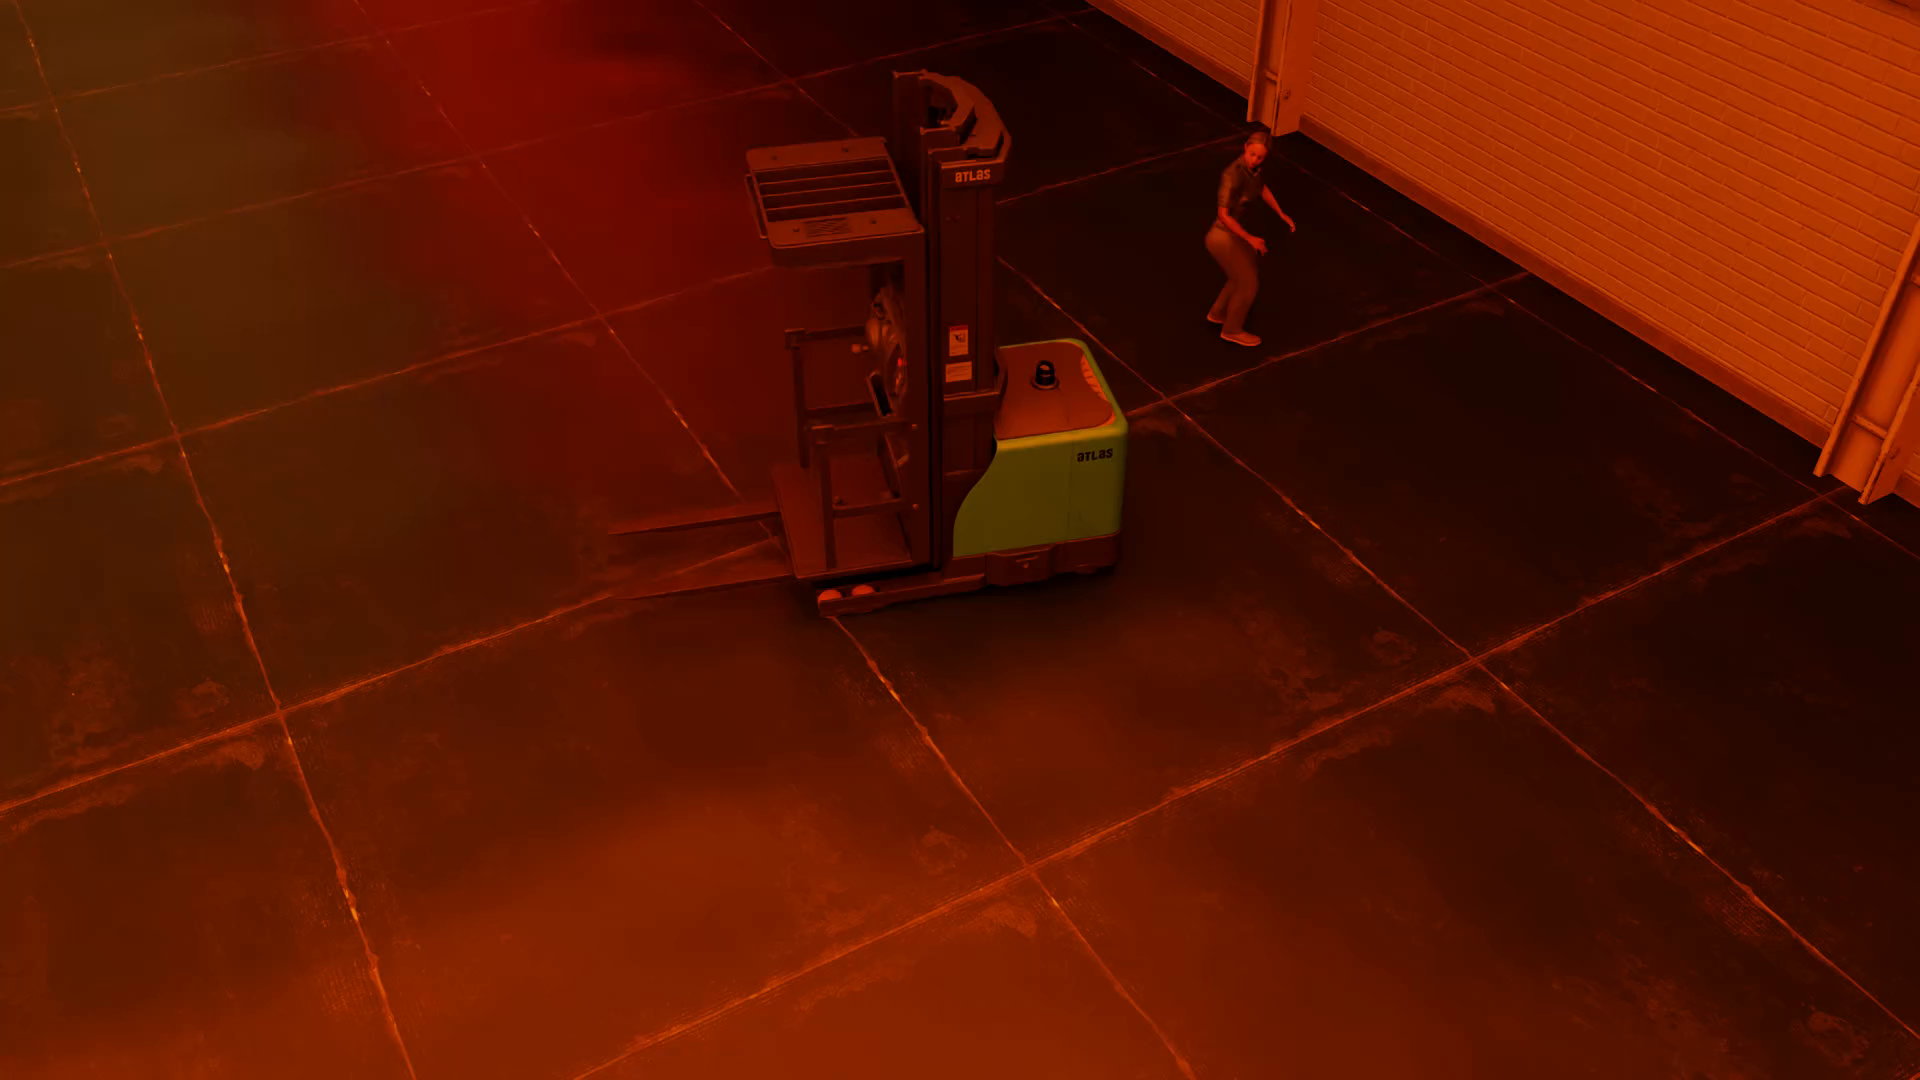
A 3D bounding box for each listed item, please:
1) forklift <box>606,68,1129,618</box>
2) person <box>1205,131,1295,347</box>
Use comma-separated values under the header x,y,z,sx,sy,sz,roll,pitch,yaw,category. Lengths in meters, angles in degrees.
x,y,z,sx,sy,sz,roll,pitch,yaw,category
-0.595,-1.040,9.290,3.031,2.935,1.130,-8,40,-10,forklift
2.021,-2.109,11.657,0.554,1.611,0.691,14,42,17,person
